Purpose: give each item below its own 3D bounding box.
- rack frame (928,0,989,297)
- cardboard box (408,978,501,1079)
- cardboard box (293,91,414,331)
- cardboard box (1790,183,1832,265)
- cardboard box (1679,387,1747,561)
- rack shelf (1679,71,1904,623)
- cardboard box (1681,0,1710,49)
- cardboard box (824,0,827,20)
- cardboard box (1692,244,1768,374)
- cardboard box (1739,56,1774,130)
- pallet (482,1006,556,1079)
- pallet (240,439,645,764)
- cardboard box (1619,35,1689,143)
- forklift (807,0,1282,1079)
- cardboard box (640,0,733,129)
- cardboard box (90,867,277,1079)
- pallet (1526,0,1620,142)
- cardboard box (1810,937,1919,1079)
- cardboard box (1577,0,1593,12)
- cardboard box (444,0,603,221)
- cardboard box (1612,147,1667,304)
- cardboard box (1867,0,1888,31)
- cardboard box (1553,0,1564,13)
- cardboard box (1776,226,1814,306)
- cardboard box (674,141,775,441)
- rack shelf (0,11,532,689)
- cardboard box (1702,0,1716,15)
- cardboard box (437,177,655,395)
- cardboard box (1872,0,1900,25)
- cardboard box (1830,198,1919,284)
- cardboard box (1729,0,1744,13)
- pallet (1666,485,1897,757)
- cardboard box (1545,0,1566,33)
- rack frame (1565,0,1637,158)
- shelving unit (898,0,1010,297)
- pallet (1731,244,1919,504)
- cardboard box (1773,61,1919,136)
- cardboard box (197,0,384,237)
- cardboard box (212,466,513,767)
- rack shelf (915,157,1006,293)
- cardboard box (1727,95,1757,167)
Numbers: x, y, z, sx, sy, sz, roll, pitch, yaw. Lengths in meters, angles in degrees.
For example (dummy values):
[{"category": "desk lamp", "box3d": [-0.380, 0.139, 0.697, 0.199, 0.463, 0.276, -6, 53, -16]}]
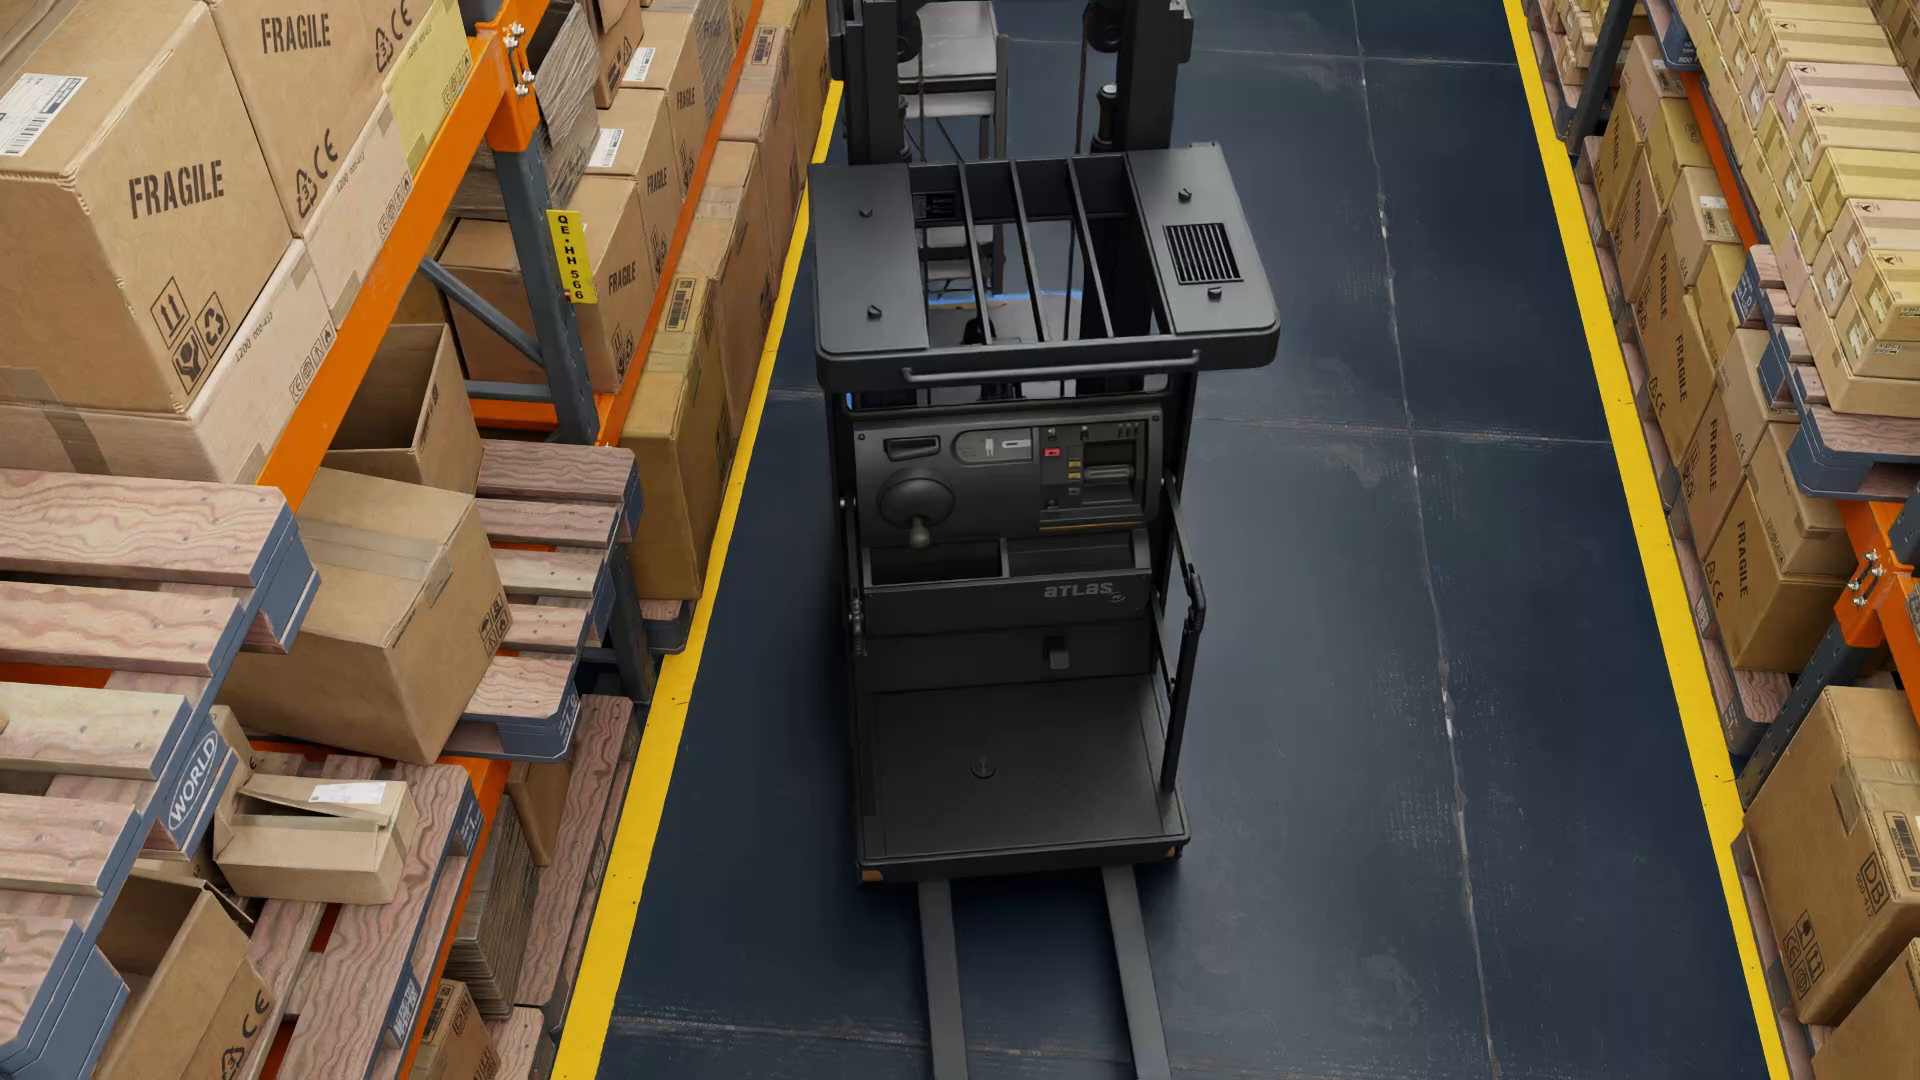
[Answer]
[{"category": "rack frame", "box3d": [-0.090, -1.287, 6.530, 0.400, 2.100, 0.015, -4, 48, -4]}, {"category": "cardboard box", "box3d": [-1.774, 1.543, 4.728, 0.700, 0.500, 0.500, 7, 48, 7]}, {"category": "cardboard box", "box3d": [-1.481, -0.702, 3.454, 0.500, 0.250, 0.500, 4, 48, 3]}, {"category": "cardboard box", "box3d": [2.915, -1.004, 5.346, 0.380, 0.149, 0.250, 5, 48, 4]}, {"category": "cardboard box", "box3d": [3.130, -0.244, 6.376, 0.500, 0.500, 0.500, 6, 48, 5]}, {"category": "rack shelf", "box3d": [3.462, -1.290, 6.411, 1.077, 0.370, 4.000, 4, 48, 4]}, {"category": "cardboard box", "box3d": [3.057, -2.042, 6.497, 0.380, 0.149, 0.250, 2, 48, 2]}, {"category": "cardboard box", "box3d": [-1.146, -3.315, 8.930, 0.875, 0.875, 0.875, 4, 48, 4]}, {"category": "cardboard box", "box3d": [3.178, -0.879, 6.448, 0.500, 0.250, 0.500, 5, 48, 4]}, {"category": "cardboard box", "box3d": [2.987, -1.562, 5.856, 0.380, 0.149, 0.250, 5, 48, 5]}, {"category": "pallet", "box3d": [-1.837, 1.938, 4.860, 1.003, 0.211, 1.213, 4, 48, 4]}, {"category": "pallet", "box3d": [-1.609, 0.124, 4.759, 1.213, 0.211, 1.003, 4, 48, 4]}, {"category": "cardboard box", "box3d": [3.314, -2.029, 7.500, 0.500, 0.250, 0.500, 2, 48, 2]}, {"category": "forklift", "box3d": [0.171, -0.090, 4.872, 1.130, 2.935, 3.031, -4, 48, -4]}, {"category": "cardboard box", "box3d": [-1.200, -1.967, 6.474, 0.500, 0.500, 0.500, 4, 48, 4]}, {"category": "cardboard box", "box3d": [-1.949, 1.011, 3.463, 0.797, 0.503, 0.637, 8, 48, 8]}, {"category": "pallet", "box3d": [3.670, -2.558, 8.972, 1.003, 0.211, 1.213, 4, 48, 4]}, {"category": "cardboard box", "box3d": [3.058, 1.638, 4.485, 1.050, 0.750, 0.750, 5, 48, 4]}, {"category": "cardboard box", "box3d": [3.401, -2.853, 8.596, 0.380, 0.149, 0.250, 4, 48, 4]}, {"category": "cardboard box", "box3d": [-1.568, -1.380, 5.258, 0.797, 0.503, 0.637, 5, 48, 5]}, {"category": "cardboard box", "box3d": [3.266, -1.387, 7.421, 0.500, 0.500, 0.500, 6, 48, 5]}, {"category": "cardboard box", "box3d": [3.715, -1.992, 6.450, 0.380, 0.149, 0.250, 2, 48, 2]}, {"category": "cardboard box", "box3d": [3.375, -2.933, 8.872, 0.380, 0.149, 0.250, 2, 48, 2]}, {"category": "cardboard box", "box3d": [2.914, -0.885, 5.438, 0.380, 0.149, 0.250, 5, 48, 4]}, {"category": "cardboard box", "box3d": [-1.478, -1.056, 6.864, 1.225, 0.875, 0.875, 4, 48, 4]}, {"category": "rack shelf", "box3d": [-1.833, 0.229, 2.989, 1.077, 0.370, 4.000, 4, 48, 4]}, {"category": "cardboard box", "box3d": [3.060, -2.132, 6.377, 0.380, 0.149, 0.250, 6, 48, 5]}, {"category": "cardboard box", "box3d": [-1.335, -0.844, 5.447, 0.500, 0.500, 0.500, 5, 48, 5]}, {"category": "cardboard box", "box3d": [3.711, -2.086, 6.335, 0.380, 0.149, 0.250, 2, 48, 2]}, {"category": "cardboard box", "box3d": [2.893, -0.897, 5.046, 0.380, 0.149, 0.250, 3, 48, 3]}, {"category": "cardboard box", "box3d": [3.033, -2.052, 6.102, 0.380, 0.149, 0.250, 5, 48, 5]}, {"category": "pallet", "box3d": [3.352, 0.304, 6.355, 1.003, 0.211, 1.213, 4, 48, 4]}, {"category": "cardboard box", "box3d": [3.407, -2.877, 9.022, 0.380, 0.149, 0.250, 2, 48, 2]}, {"category": "rack frame", "box3d": [3.644, -3.003, 7.490, 1.000, 3.000, 0.127, 4, 48, 4]}, {"category": "shelving unit", "box3d": [-0.067, -1.108, 6.366, 0.431, 2.100, 0.503, -4, 48, -4]}, {"category": "pallet", "box3d": [3.238, -0.530, 5.357, 1.213, 0.211, 1.003, 4, 48, 4]}, {"category": "cardboard box", "box3d": [2.965, -1.462, 5.563, 0.380, 0.149, 0.250, 4, 48, 4]}, {"category": "cardboard box", "box3d": [-1.481, -0.941, 3.165, 0.500, 0.500, 0.500, 4, 48, 3]}, {"category": "cardboard box", "box3d": [-1.611, 0.170, 4.236, 0.700, 0.500, 0.500, 10, 48, 9]}, {"category": "rack shelf", "box3d": [-0.067, -1.099, 6.377, 0.431, 0.518, 0.480, -4, 48, -4]}, {"category": "cardboard box", "box3d": [2.989, -1.456, 5.960, 0.380, 0.149, 0.250, 5, 48, 5]}]
